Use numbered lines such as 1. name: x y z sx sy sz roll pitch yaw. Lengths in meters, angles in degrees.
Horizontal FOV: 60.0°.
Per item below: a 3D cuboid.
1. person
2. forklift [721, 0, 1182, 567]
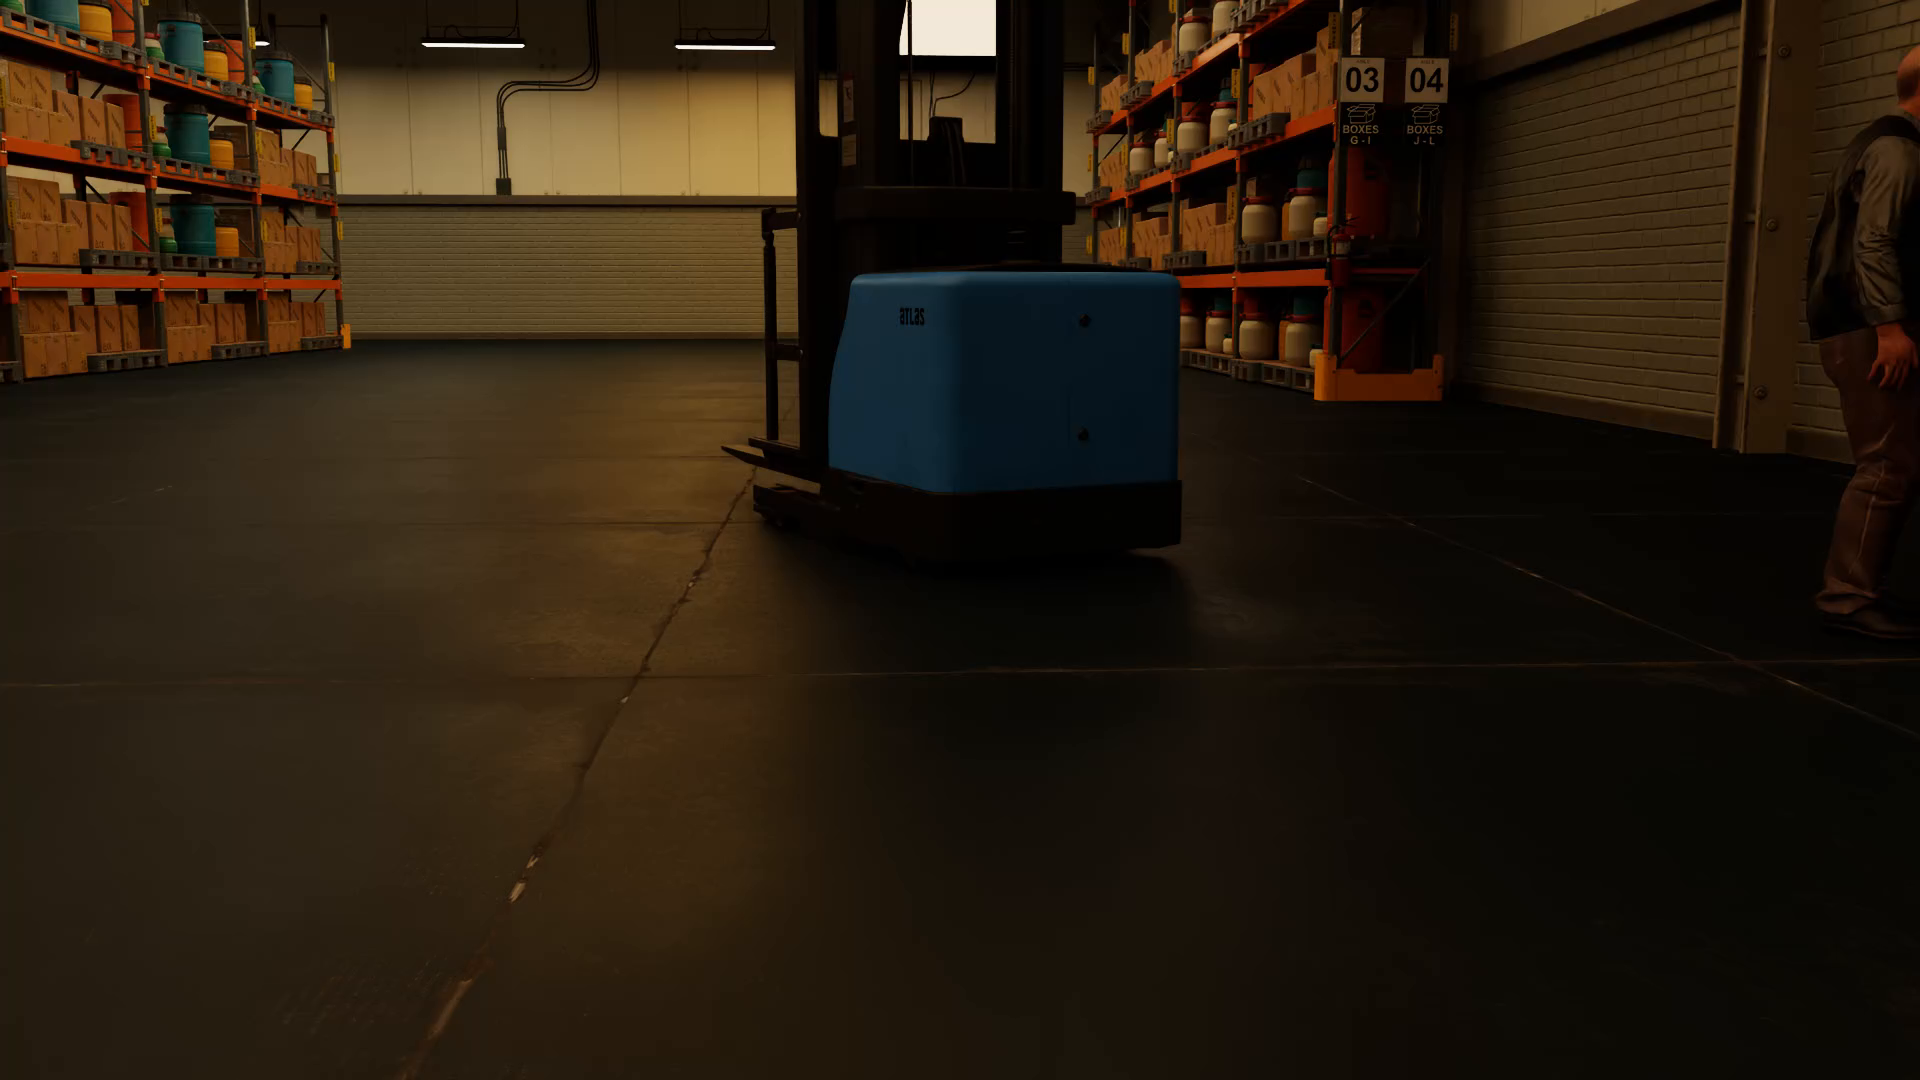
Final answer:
1. person: 2.742 -0.592 4.949 0.426 1.719 0.579 5 10 31
2. forklift: -0.264 -1.530 7.137 1.130 2.935 3.031 -4 9 -25
